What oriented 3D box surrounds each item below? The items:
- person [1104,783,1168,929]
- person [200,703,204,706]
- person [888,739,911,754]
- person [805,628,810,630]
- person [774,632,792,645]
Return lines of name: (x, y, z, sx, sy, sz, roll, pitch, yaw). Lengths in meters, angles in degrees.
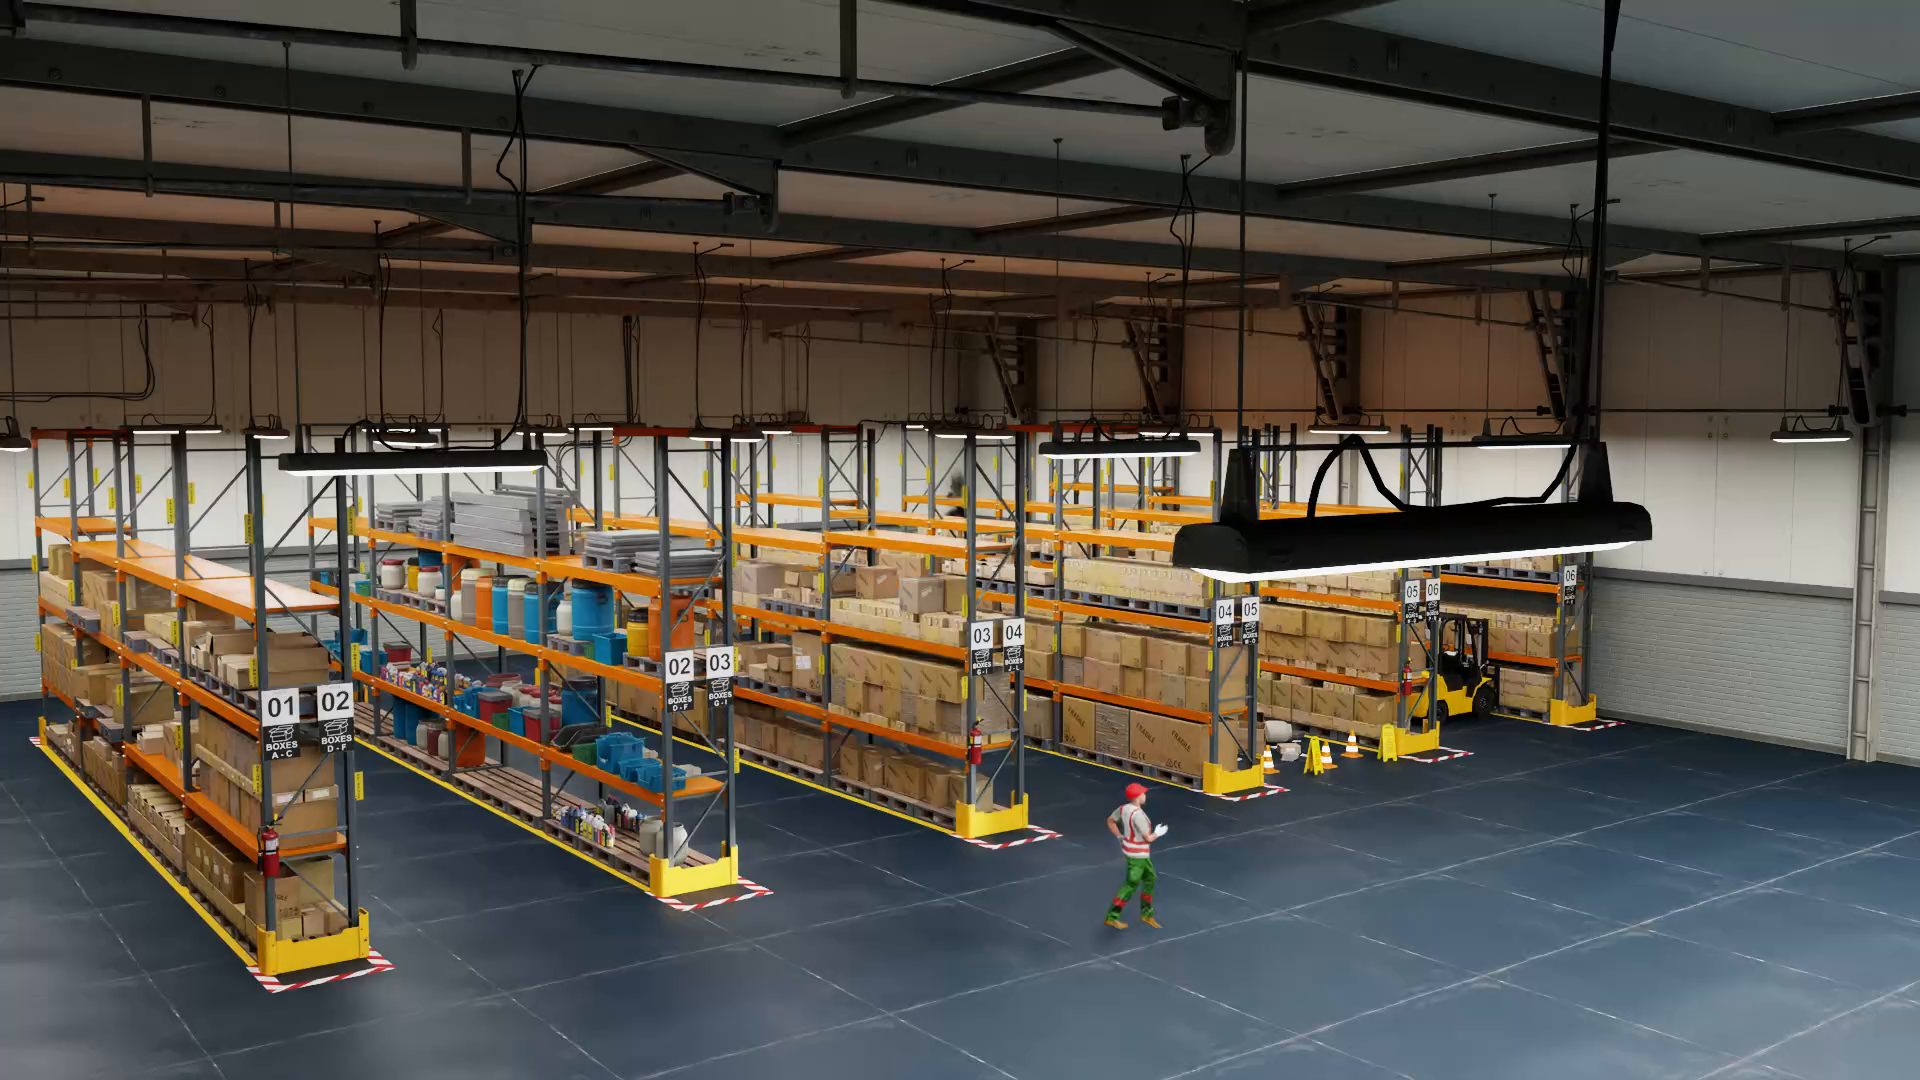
person: (2.115, 3.850, 20.125, 0.799, 1.845, 0.648, -1, 5, -9)
person: (-14.150, 3.050, 31.374, 0.637, 1.644, 0.625, 3, 5, 35)
person: (-1.108, 3.090, 30.754, 0.767, 1.728, 0.580, 4, 6, 43)
person: (-3.223, 2.704, 35.529, 0.566, 1.657, 0.909, -3, 6, -37)
person: (-4.564, 2.181, 42.418, 0.693, 1.691, 0.576, -3, 5, -31)
